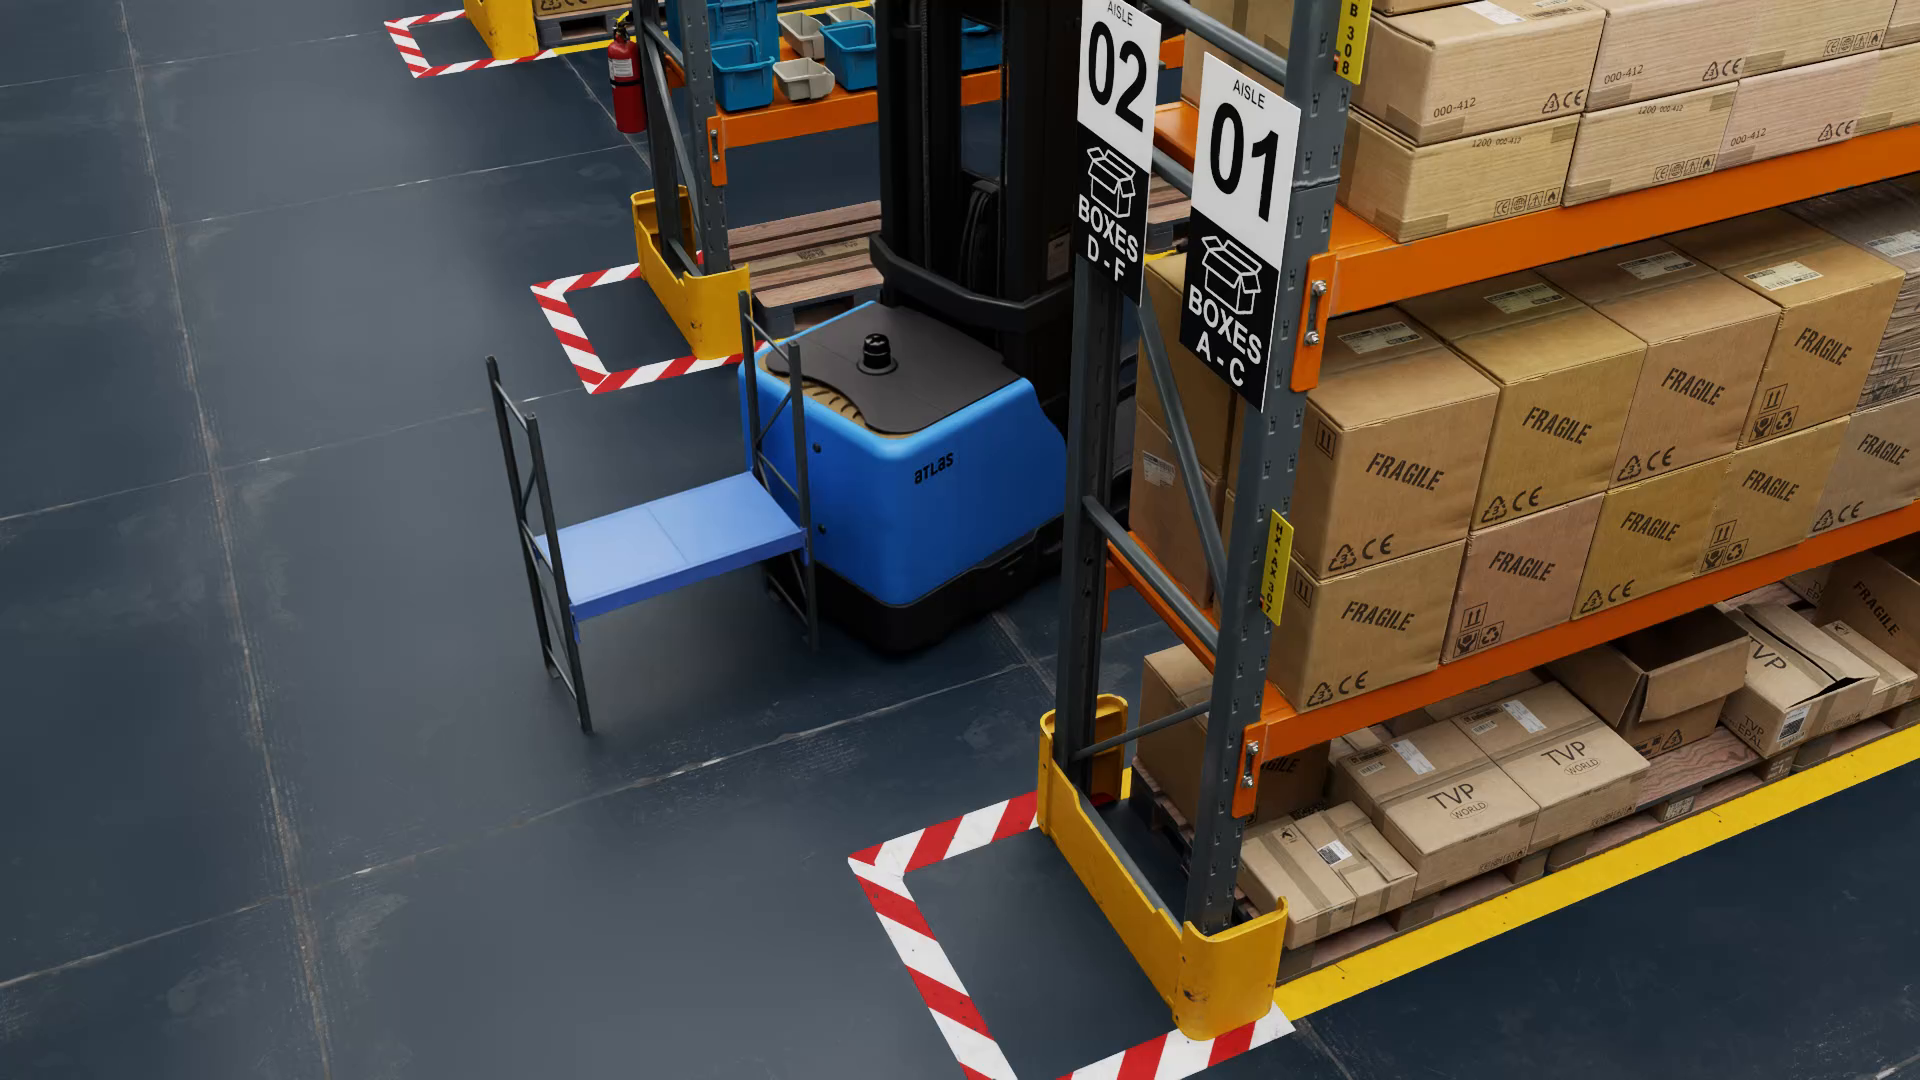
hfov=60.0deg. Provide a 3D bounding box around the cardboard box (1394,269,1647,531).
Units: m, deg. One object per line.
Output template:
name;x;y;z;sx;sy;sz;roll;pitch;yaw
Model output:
cardboard box;1.588;-0.418;4.873;0.500;0.500;0.500;-15;39;-19

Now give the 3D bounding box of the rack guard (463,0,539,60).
rack guard;-3.623;-4.203;12.997;0.348;0.500;1.175;-16;39;-20

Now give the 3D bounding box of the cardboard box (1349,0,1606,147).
cardboard box;1.180;-1.205;4.045;0.500;0.250;0.500;-16;39;-20

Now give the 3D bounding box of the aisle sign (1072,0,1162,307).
aisle sign;0.412;-1.062;4.482;0.004;0.787;0.394;-16;39;-20

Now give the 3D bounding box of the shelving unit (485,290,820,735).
shelving unit;-1.178;-0.102;6.628;1.048;1.500;0.538;-19;41;-24

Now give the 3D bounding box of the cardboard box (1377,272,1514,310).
cardboard box;1.347;-0.701;5.254;0.500;0.500;0.500;-15;39;-19

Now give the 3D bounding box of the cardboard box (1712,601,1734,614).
cardboard box;2.974;0.293;6.846;0.250;0.166;0.380;-16;39;-20

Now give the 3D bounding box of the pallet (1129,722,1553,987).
pallet;1.394;1.029;6.186;1.213;0.211;1.003;-16;39;-20

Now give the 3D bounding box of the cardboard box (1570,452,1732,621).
cardboard box;2.038;-0.139;5.336;0.500;0.500;0.500;-16;39;-20

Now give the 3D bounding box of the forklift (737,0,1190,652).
forklift;0.450;-1.479;7.284;3.031;2.935;1.130;-31;46;-34

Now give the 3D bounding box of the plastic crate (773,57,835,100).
plastic crate;-0.808;-2.382;8.614;0.298;0.136;0.250;-16;39;-20

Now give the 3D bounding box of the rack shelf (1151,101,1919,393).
rack shelf;2.415;-1.292;5.060;4.000;0.370;1.077;-16;39;-20

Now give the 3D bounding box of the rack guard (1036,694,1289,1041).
rack guard;0.673;1.115;5.827;0.348;0.500;1.175;-16;39;-20

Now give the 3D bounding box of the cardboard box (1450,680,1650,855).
cardboard box;2.122;0.820;6.065;0.500;0.250;0.500;-16;39;-20

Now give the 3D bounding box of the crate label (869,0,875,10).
crate label;-0.326;-2.914;9.331;0.243;0.136;0.396;-16;39;-20

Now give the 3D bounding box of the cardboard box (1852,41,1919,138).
cardboard box;2.537;-1.385;4.707;0.500;0.250;0.500;-16;39;-20

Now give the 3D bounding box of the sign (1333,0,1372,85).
sign;0.835;-1.133;3.508;0.005;0.325;0.100;-16;39;-20

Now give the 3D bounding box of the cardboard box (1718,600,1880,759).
cardboard box;3.151;0.508;6.435;0.500;0.311;0.500;-16;39;-20

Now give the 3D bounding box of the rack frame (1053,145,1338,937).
rack frame;0.604;0.130;5.057;0.127;3.000;1.000;-16;39;-20

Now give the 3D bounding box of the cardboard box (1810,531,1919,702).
cardboard box;3.830;0.242;6.635;0.500;0.500;0.500;-16;39;-20

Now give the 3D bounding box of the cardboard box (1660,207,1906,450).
cardboard box;2.502;-0.671;5.214;0.500;0.500;0.500;-16;39;-20

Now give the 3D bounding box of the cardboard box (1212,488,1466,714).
cardboard box;1.118;0.120;4.987;0.500;0.500;0.500;-15;39;-19

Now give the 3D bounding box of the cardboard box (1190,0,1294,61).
cardboard box;0.961;-1.483;4.420;0.500;0.250;0.500;-16;39;-20

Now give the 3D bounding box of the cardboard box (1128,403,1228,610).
cardboard box;0.894;-0.170;5.378;0.500;0.500;0.500;-14;39;-19

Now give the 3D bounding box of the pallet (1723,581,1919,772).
pallet;3.603;0.411;7.019;1.213;0.211;1.003;-16;39;-20

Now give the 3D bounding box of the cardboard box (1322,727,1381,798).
cardboard box;1.396;0.767;6.207;0.250;0.166;0.380;-16;39;-20

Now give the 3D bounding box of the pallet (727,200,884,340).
pallet;-0.734;-1.610;9.744;1.213;0.211;1.003;-16;39;-20

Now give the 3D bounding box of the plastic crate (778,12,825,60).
plastic crate;-0.836;-2.764;9.130;0.243;0.136;0.396;-16;39;-20

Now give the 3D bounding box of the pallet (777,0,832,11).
pallet;-1.808;-4.644;13.835;1.213;0.211;1.003;-16;39;-20

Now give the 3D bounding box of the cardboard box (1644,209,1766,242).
cardboard box;2.279;-0.965;5.610;0.500;0.500;0.500;-14;39;-19

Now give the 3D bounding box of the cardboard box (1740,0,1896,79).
cardboard box;2.085;-1.458;4.386;0.500;0.250;0.500;-16;39;-20

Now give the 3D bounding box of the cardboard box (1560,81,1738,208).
cardboard box;1.635;-1.127;4.360;0.500;0.250;0.500;-16;39;-20

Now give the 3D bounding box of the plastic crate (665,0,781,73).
plastic crate;-1.273;-2.766;8.881;0.499;0.435;0.616;-16;39;-20

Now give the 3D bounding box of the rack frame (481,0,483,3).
rack frame;-3.602;-5.213;12.261;0.127;3.000;1.000;-16;39;-20

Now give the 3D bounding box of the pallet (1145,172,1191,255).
pallet;1.475;-2.228;10.576;1.213;0.211;1.003;-16;39;-20

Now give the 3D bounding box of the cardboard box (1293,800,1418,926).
cardboard box;1.355;1.107;5.748;0.250;0.166;0.380;-16;39;-20

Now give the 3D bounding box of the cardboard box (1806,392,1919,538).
cardboard box;2.951;-0.395;5.681;0.500;0.500;0.500;-15;39;-19

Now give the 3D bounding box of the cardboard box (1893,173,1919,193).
cardboard box;3.415;-0.926;5.557;0.500;0.500;0.500;-16;40;-21

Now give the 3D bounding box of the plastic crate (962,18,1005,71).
plastic crate;0.058;-2.717;8.986;0.300;0.233;0.416;-16;39;-20

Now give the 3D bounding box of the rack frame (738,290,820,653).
rack frame;-0.738;-0.254;6.833;0.032;1.500;0.500;-19;41;-24

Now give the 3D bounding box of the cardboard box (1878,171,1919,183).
cardboard box;3.212;-1.226;5.962;0.500;0.500;0.500;-17;40;-21

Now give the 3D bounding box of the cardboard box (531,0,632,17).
cardboard box;-3.056;-4.734;13.045;0.875;0.875;0.875;-16;39;-20
